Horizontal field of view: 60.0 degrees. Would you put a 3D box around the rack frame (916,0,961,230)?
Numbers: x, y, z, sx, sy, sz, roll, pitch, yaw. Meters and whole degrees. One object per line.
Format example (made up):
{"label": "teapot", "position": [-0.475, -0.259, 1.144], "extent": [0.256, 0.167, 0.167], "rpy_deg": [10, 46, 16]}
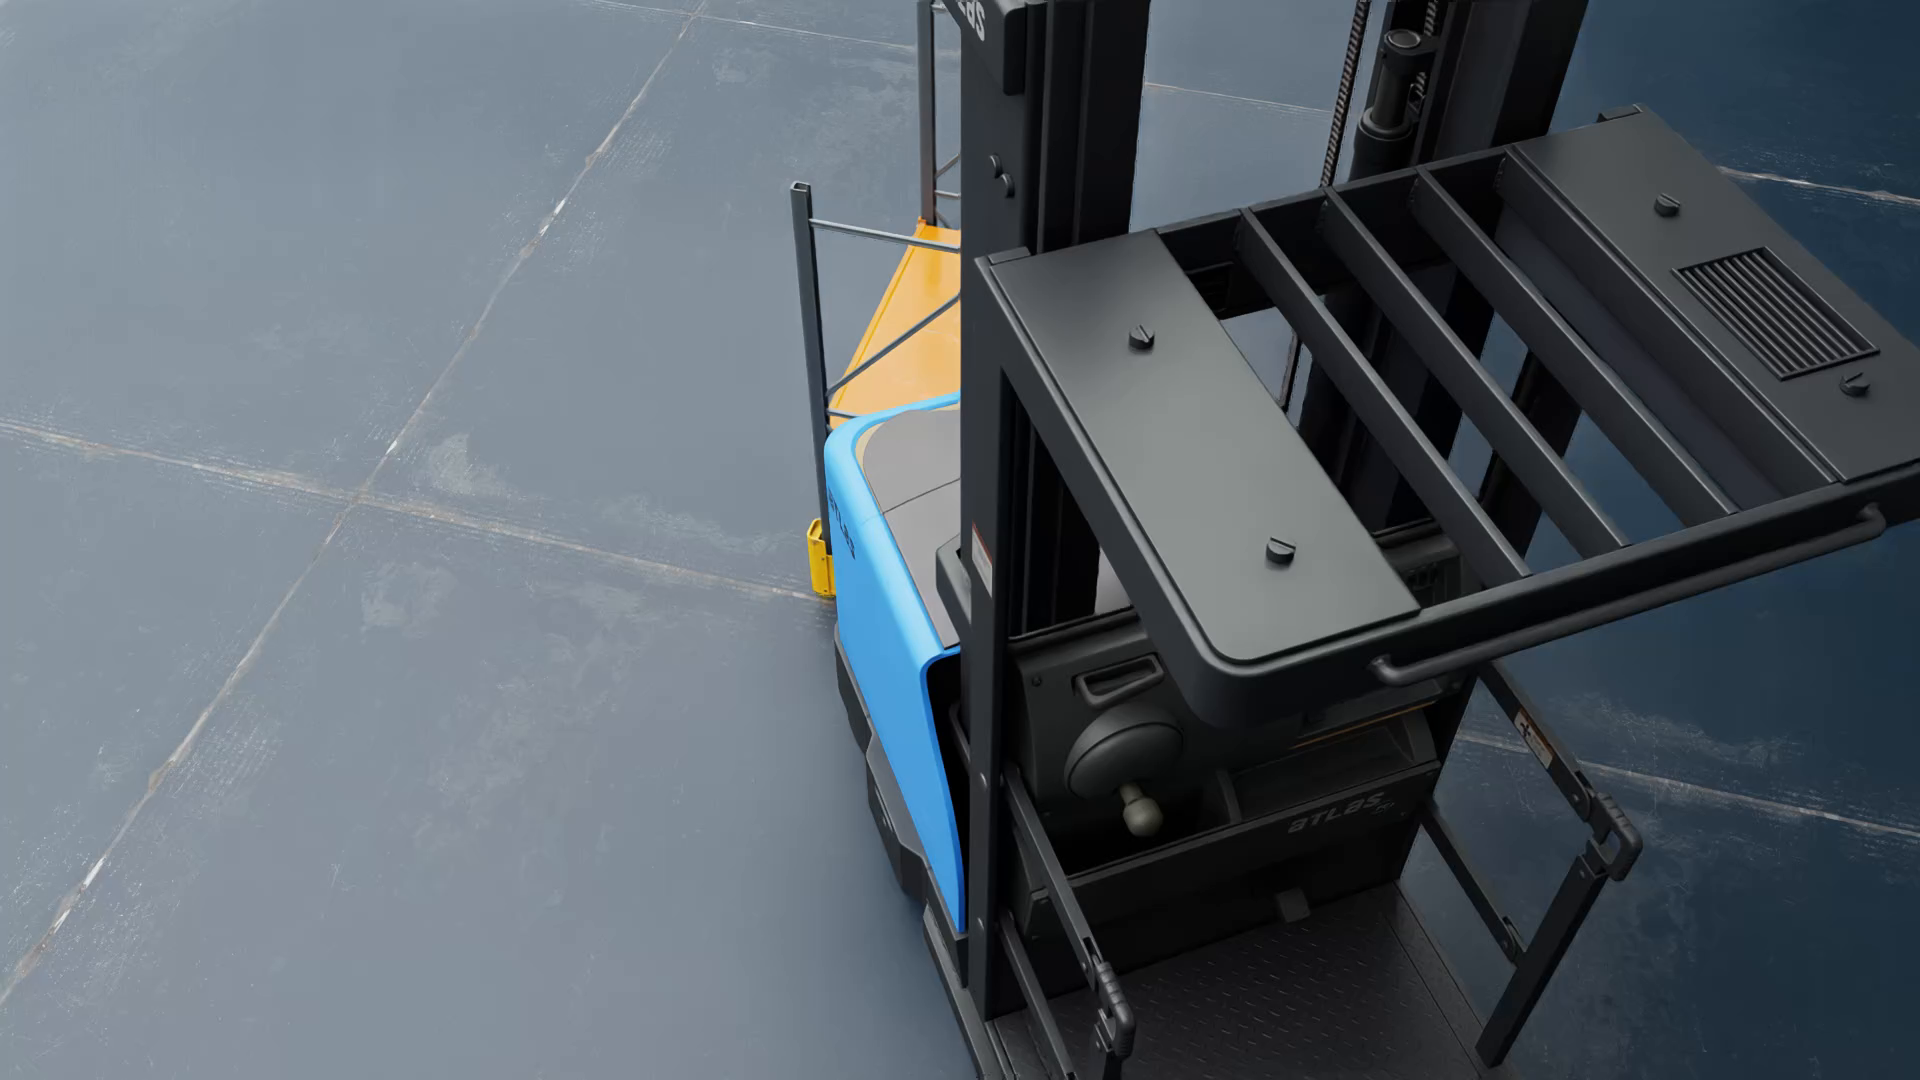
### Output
{"label": "rack frame", "position": [0.121, -1.038, 5.166], "extent": [0.500, 1.500, 0.032], "rpy_deg": [12, 50, 11]}

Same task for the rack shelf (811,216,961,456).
{"label": "rack shelf", "position": [-0.022, -0.554, 4.978], "extent": [0.538, 0.185, 1.000], "rpy_deg": [12, 50, 11]}

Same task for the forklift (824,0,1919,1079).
{"label": "forklift", "position": [0.632, 0.371, 2.967], "extent": [1.130, 2.935, 3.031], "rpy_deg": [-15, 50, -13]}

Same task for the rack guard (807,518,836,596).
{"label": "rack guard", "position": [-0.165, 0.106, 4.990], "extent": [0.587, 0.250, 0.087], "rpy_deg": [12, 50, 11]}

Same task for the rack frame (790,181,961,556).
{"label": "rack frame", "position": [-0.165, -0.307, 4.521], "extent": [0.500, 1.500, 0.032], "rpy_deg": [12, 50, 11]}

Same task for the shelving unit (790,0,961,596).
{"label": "shelving unit", "position": [-0.025, -0.666, 4.838], "extent": [0.587, 1.500, 1.083], "rpy_deg": [12, 50, 11]}
